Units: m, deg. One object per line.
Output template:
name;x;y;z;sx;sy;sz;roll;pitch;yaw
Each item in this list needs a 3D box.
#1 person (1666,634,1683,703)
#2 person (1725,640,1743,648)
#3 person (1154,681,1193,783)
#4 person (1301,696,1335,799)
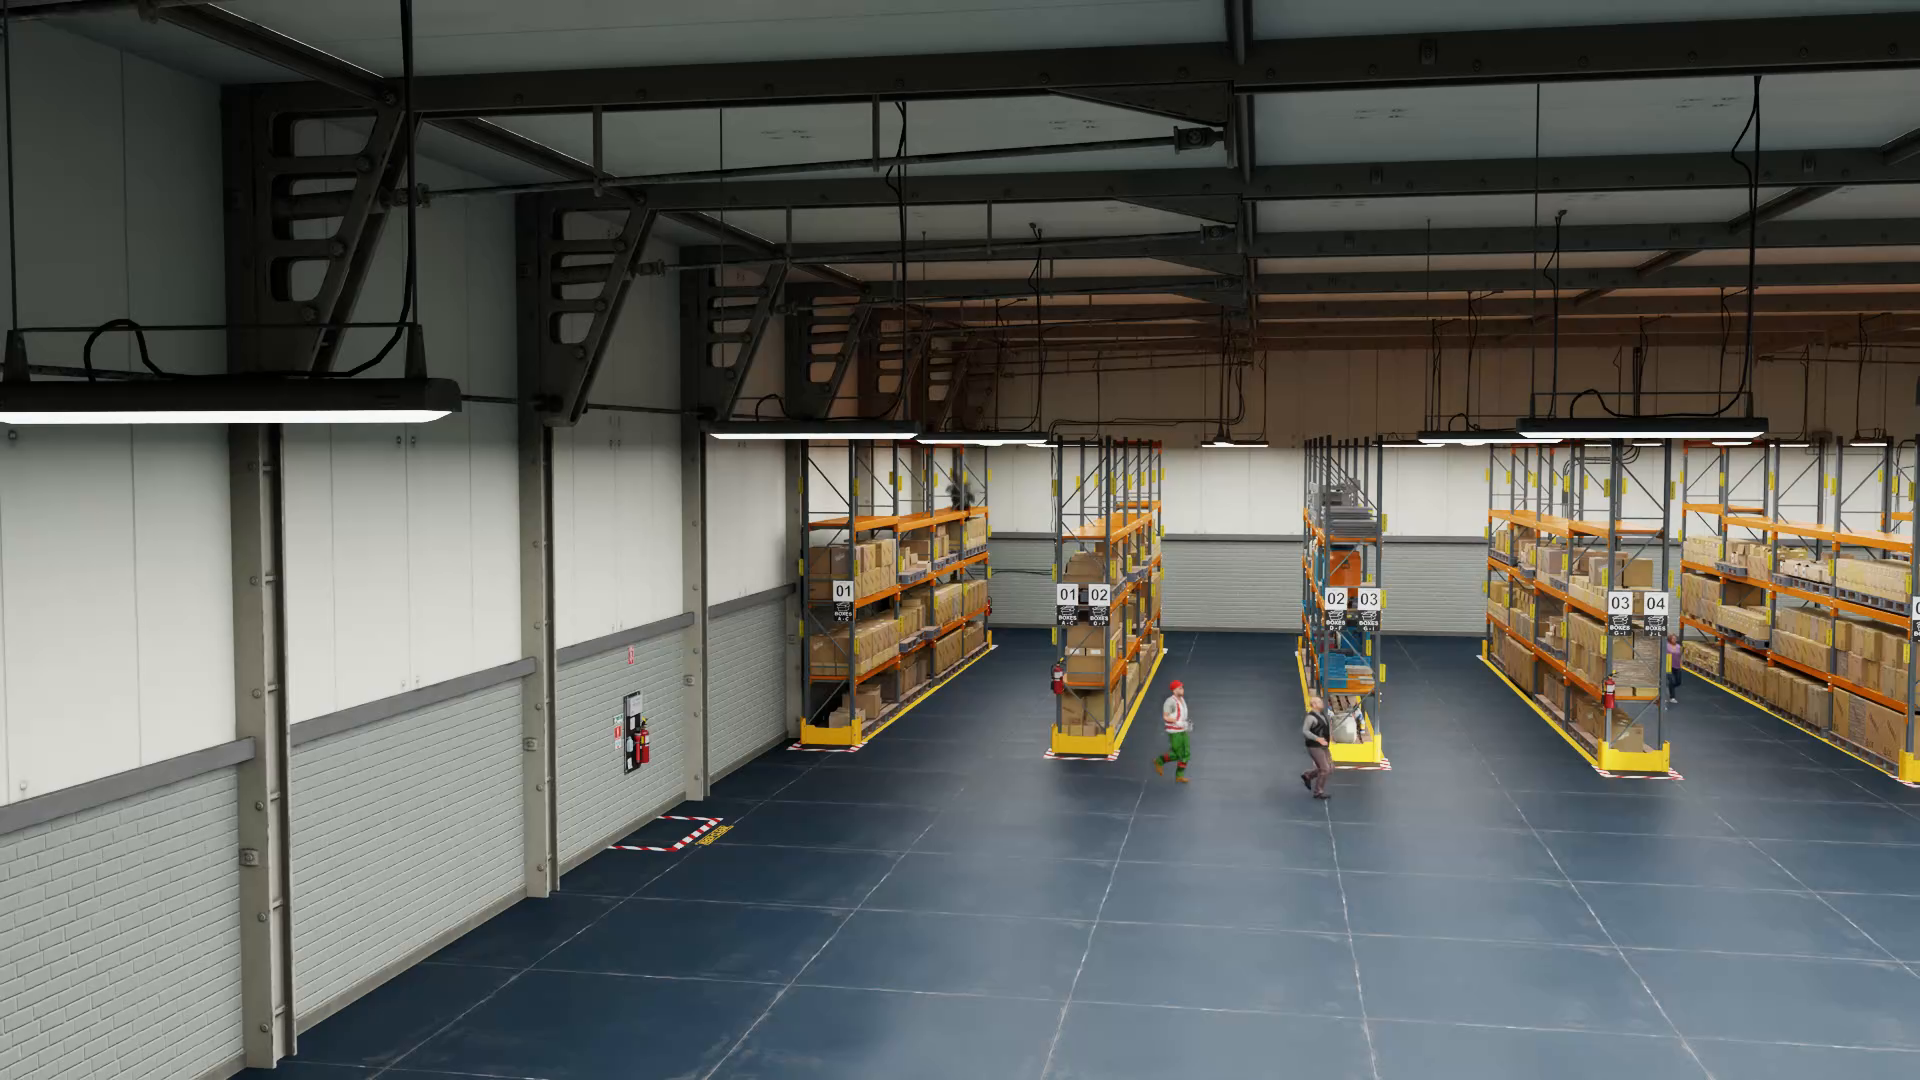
person;16.164;2.909;37.781;0.538;1.537;0.608;0;3;2
person;20.900;2.439;45.196;0.610;1.651;0.906;-1;3;-18
person;3.715;3.295;28.688;0.680;1.748;0.652;2;4;37
person;5.860;3.439;27.357;0.612;1.600;0.657;2;4;37
